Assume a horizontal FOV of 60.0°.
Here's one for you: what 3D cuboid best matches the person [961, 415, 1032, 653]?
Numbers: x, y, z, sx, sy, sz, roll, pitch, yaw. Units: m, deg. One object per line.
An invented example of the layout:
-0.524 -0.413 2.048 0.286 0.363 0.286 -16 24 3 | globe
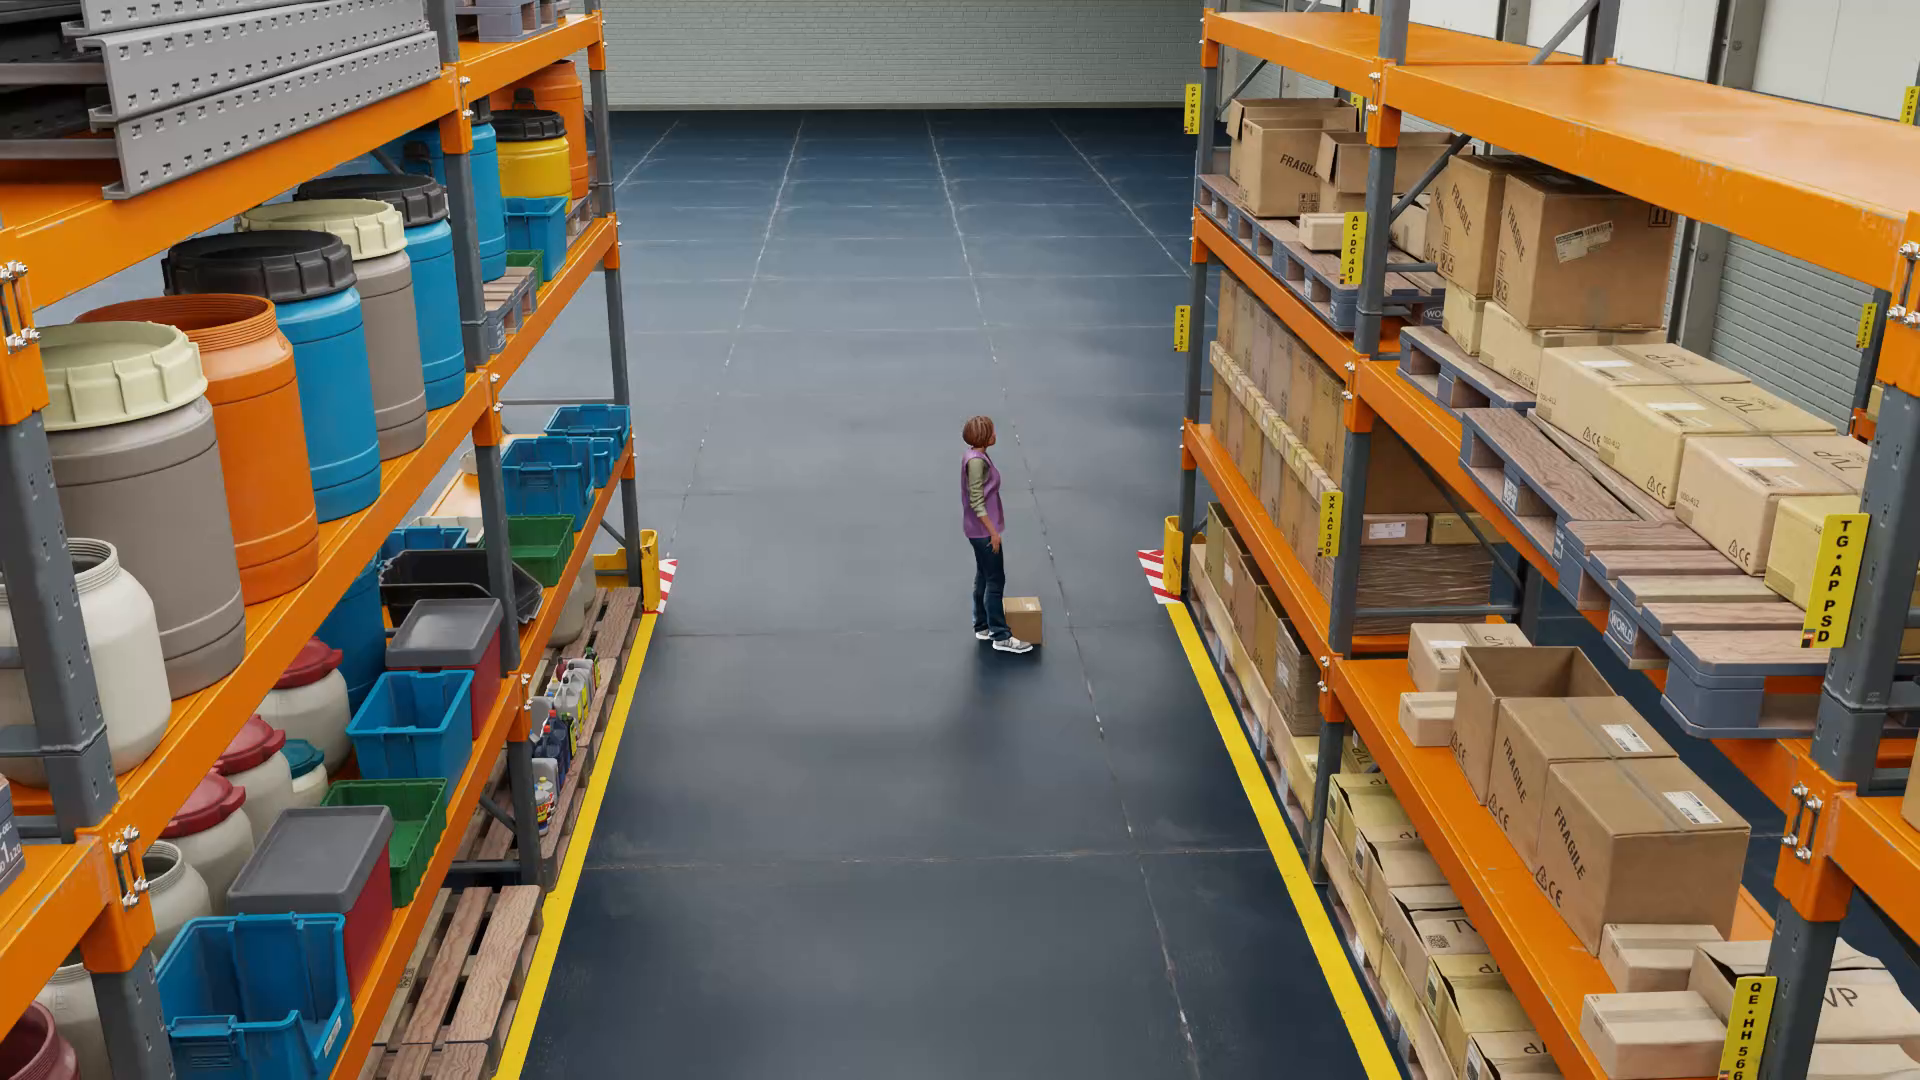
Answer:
0.244 -0.062 11.229 0.475 1.598 0.519 -1 21 -3 | person
